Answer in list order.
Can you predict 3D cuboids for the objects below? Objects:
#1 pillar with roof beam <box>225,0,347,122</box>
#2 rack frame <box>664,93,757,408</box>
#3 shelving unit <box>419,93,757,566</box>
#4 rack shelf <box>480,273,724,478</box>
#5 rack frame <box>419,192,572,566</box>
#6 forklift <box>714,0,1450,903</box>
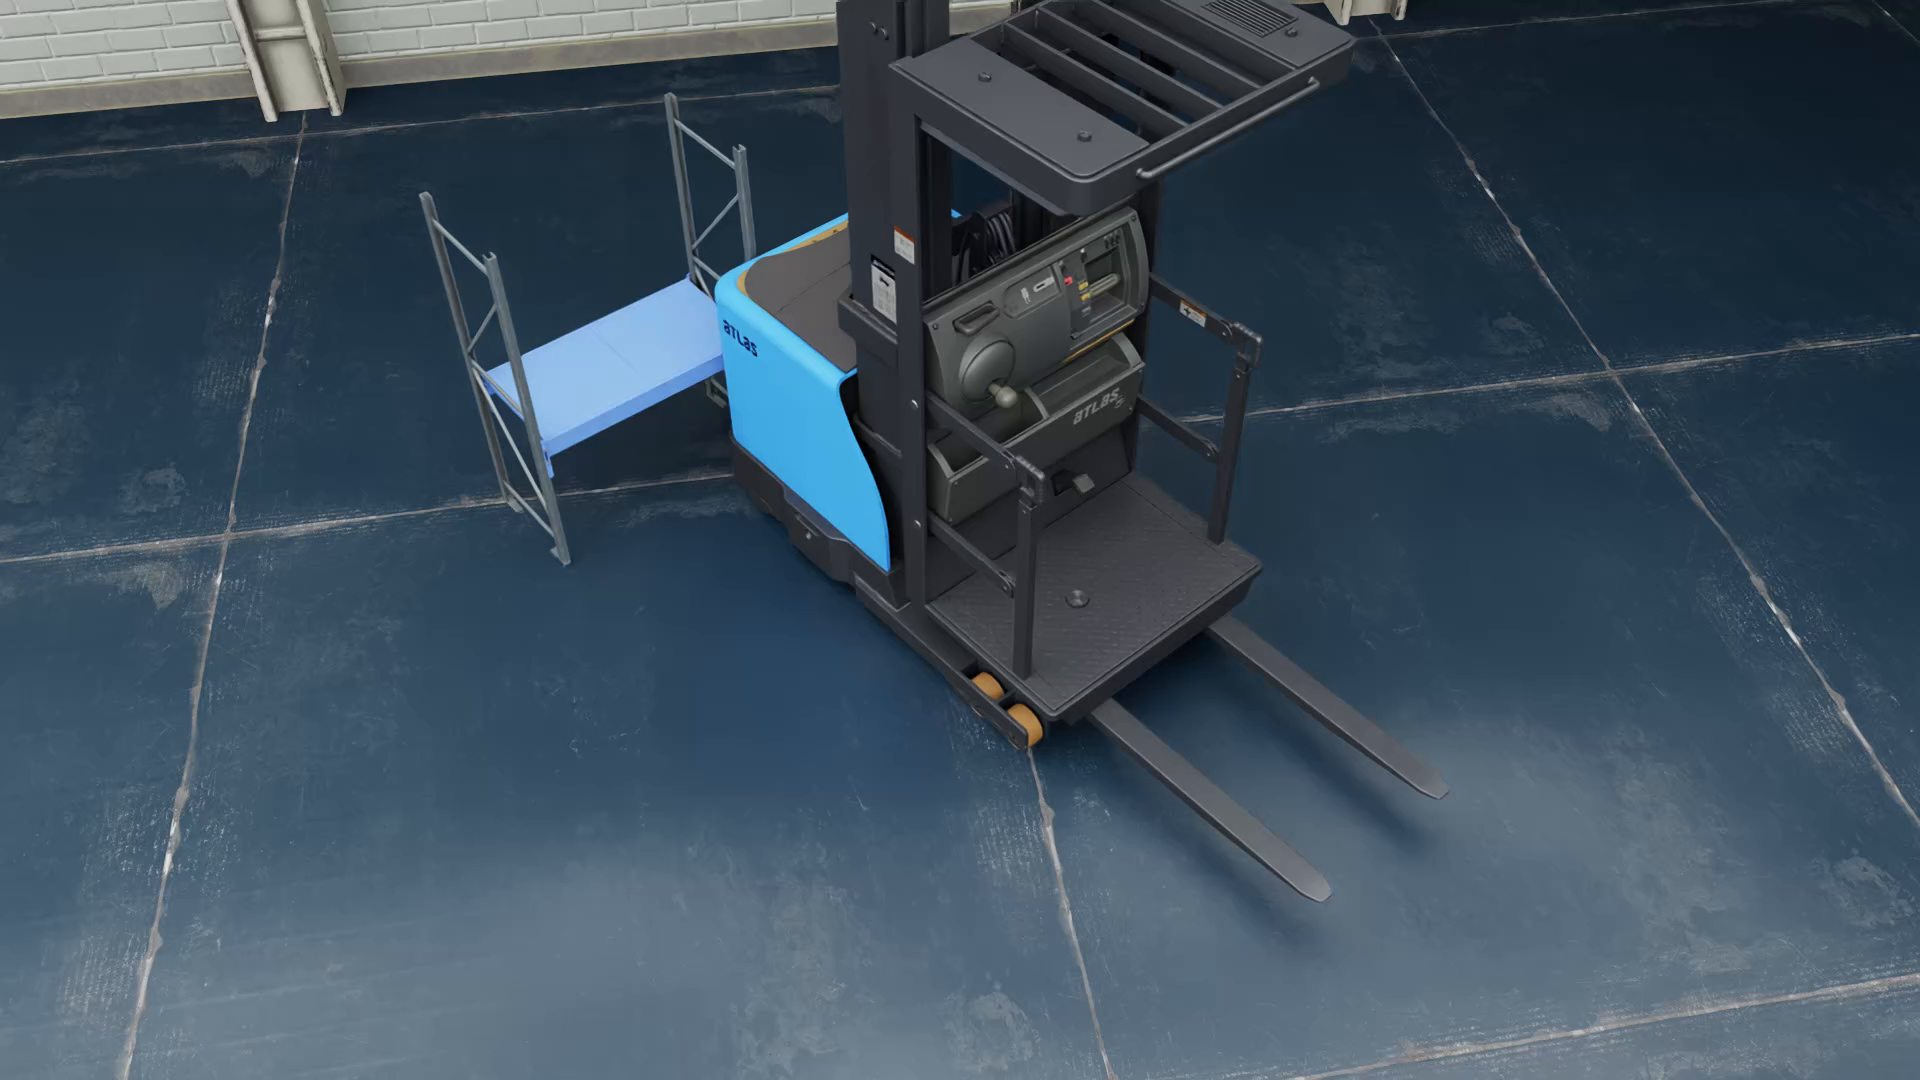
[{"bbox_3d":[-2.815,-2.442,2.854,0.400,9.000,9.100,-7,46,-7],"label":"pillar with roof beam"},{"bbox_3d":[-0.949,-1.032,6.703,0.032,1.500,0.500,-31,54,-26],"label":"rack frame"},{"bbox_3d":[-1.339,-0.796,6.476,1.048,1.500,0.538,-31,54,-26],"label":"shelving unit"},{"bbox_3d":[-1.339,-0.672,6.605,1.000,0.185,0.538,-31,54,-26],"label":"rack shelf"},{"bbox_3d":[-1.728,-0.561,6.249,0.032,1.500,0.500,-31,54,-26],"label":"rack frame"},{"bbox_3d":[0.412,-0.678,5.368,1.130,2.935,3.031,-32,54,-27],"label":"forklift"}]
